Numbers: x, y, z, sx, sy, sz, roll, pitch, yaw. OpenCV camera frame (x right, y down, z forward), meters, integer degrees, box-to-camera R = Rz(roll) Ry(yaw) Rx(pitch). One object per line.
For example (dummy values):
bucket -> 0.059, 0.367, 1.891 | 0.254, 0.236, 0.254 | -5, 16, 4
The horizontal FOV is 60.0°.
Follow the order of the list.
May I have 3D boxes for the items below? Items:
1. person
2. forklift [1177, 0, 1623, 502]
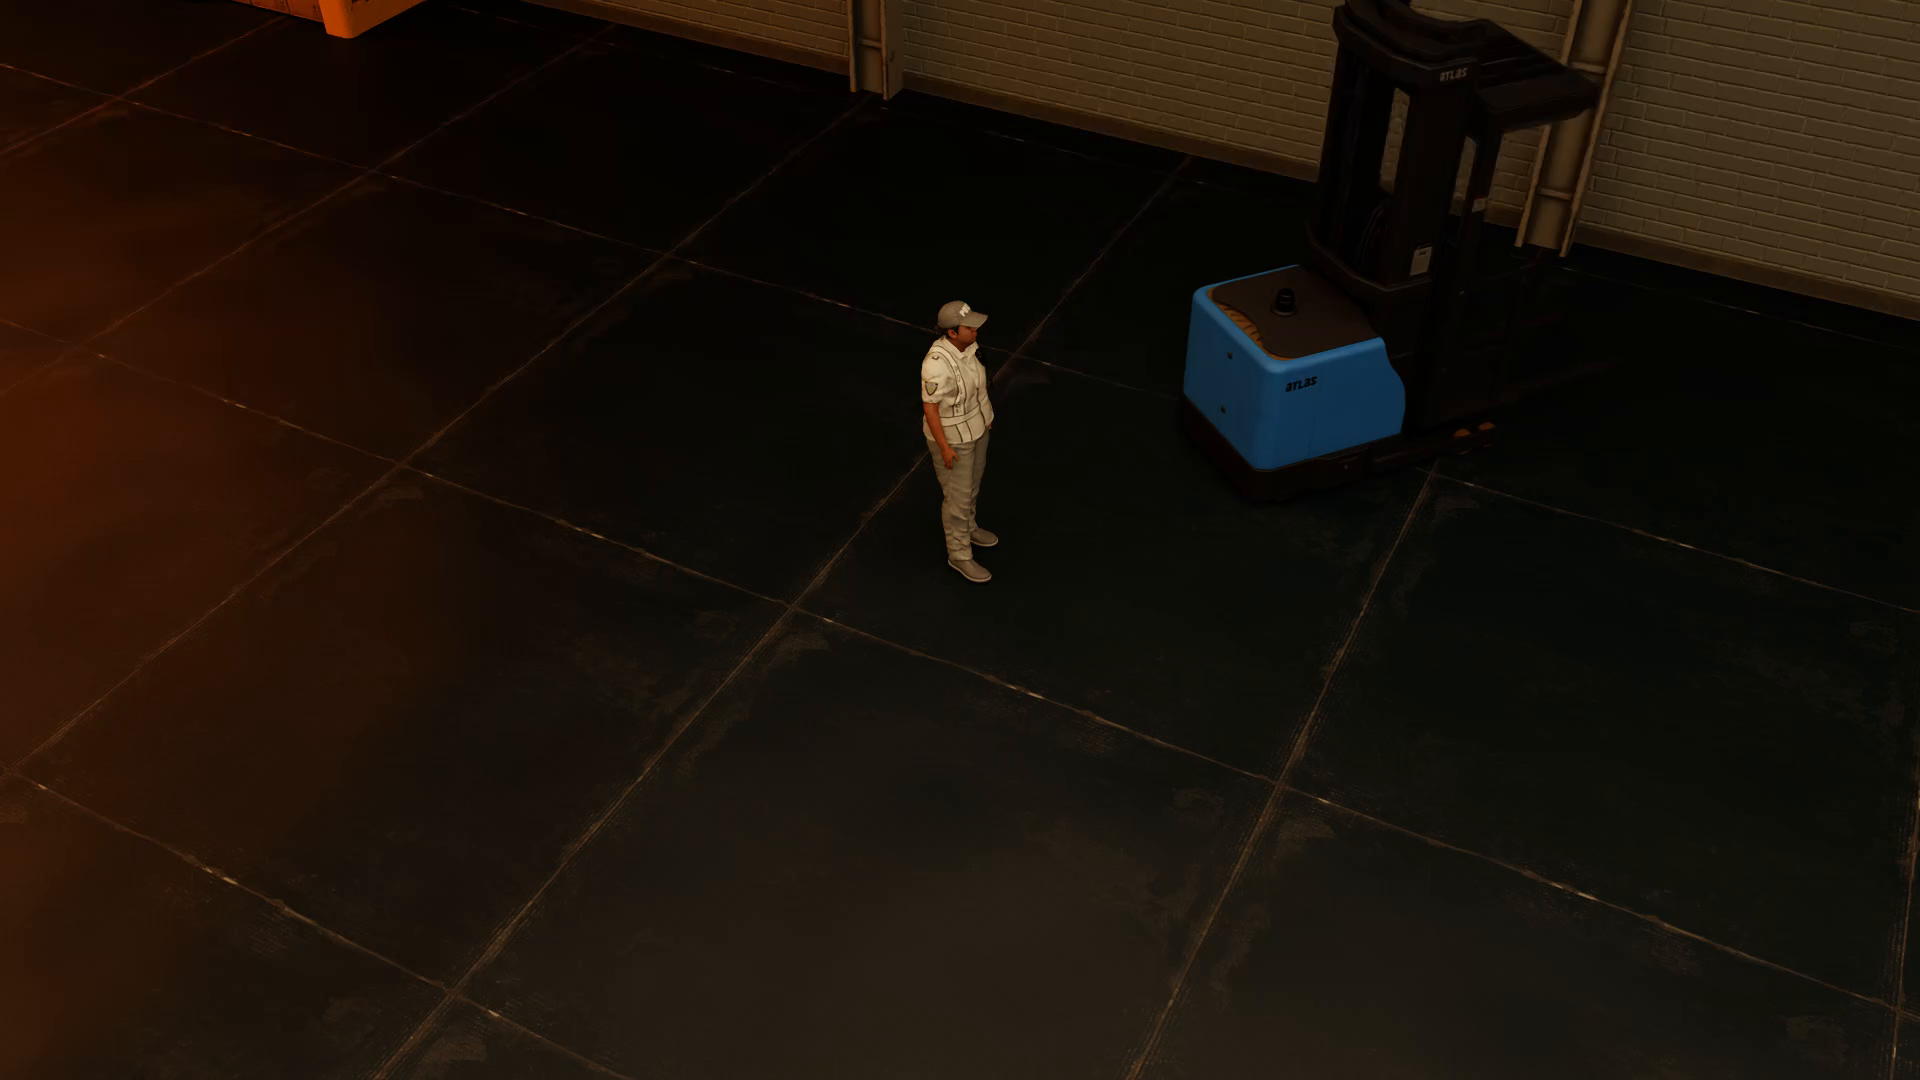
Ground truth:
person -> 0.057, -0.607, 9.678 | 0.529, 1.670, 0.598 | 18, 43, 21
forklift -> 3.017, -1.981, 10.339 | 3.031, 2.935, 1.130 | -16, 43, -18
